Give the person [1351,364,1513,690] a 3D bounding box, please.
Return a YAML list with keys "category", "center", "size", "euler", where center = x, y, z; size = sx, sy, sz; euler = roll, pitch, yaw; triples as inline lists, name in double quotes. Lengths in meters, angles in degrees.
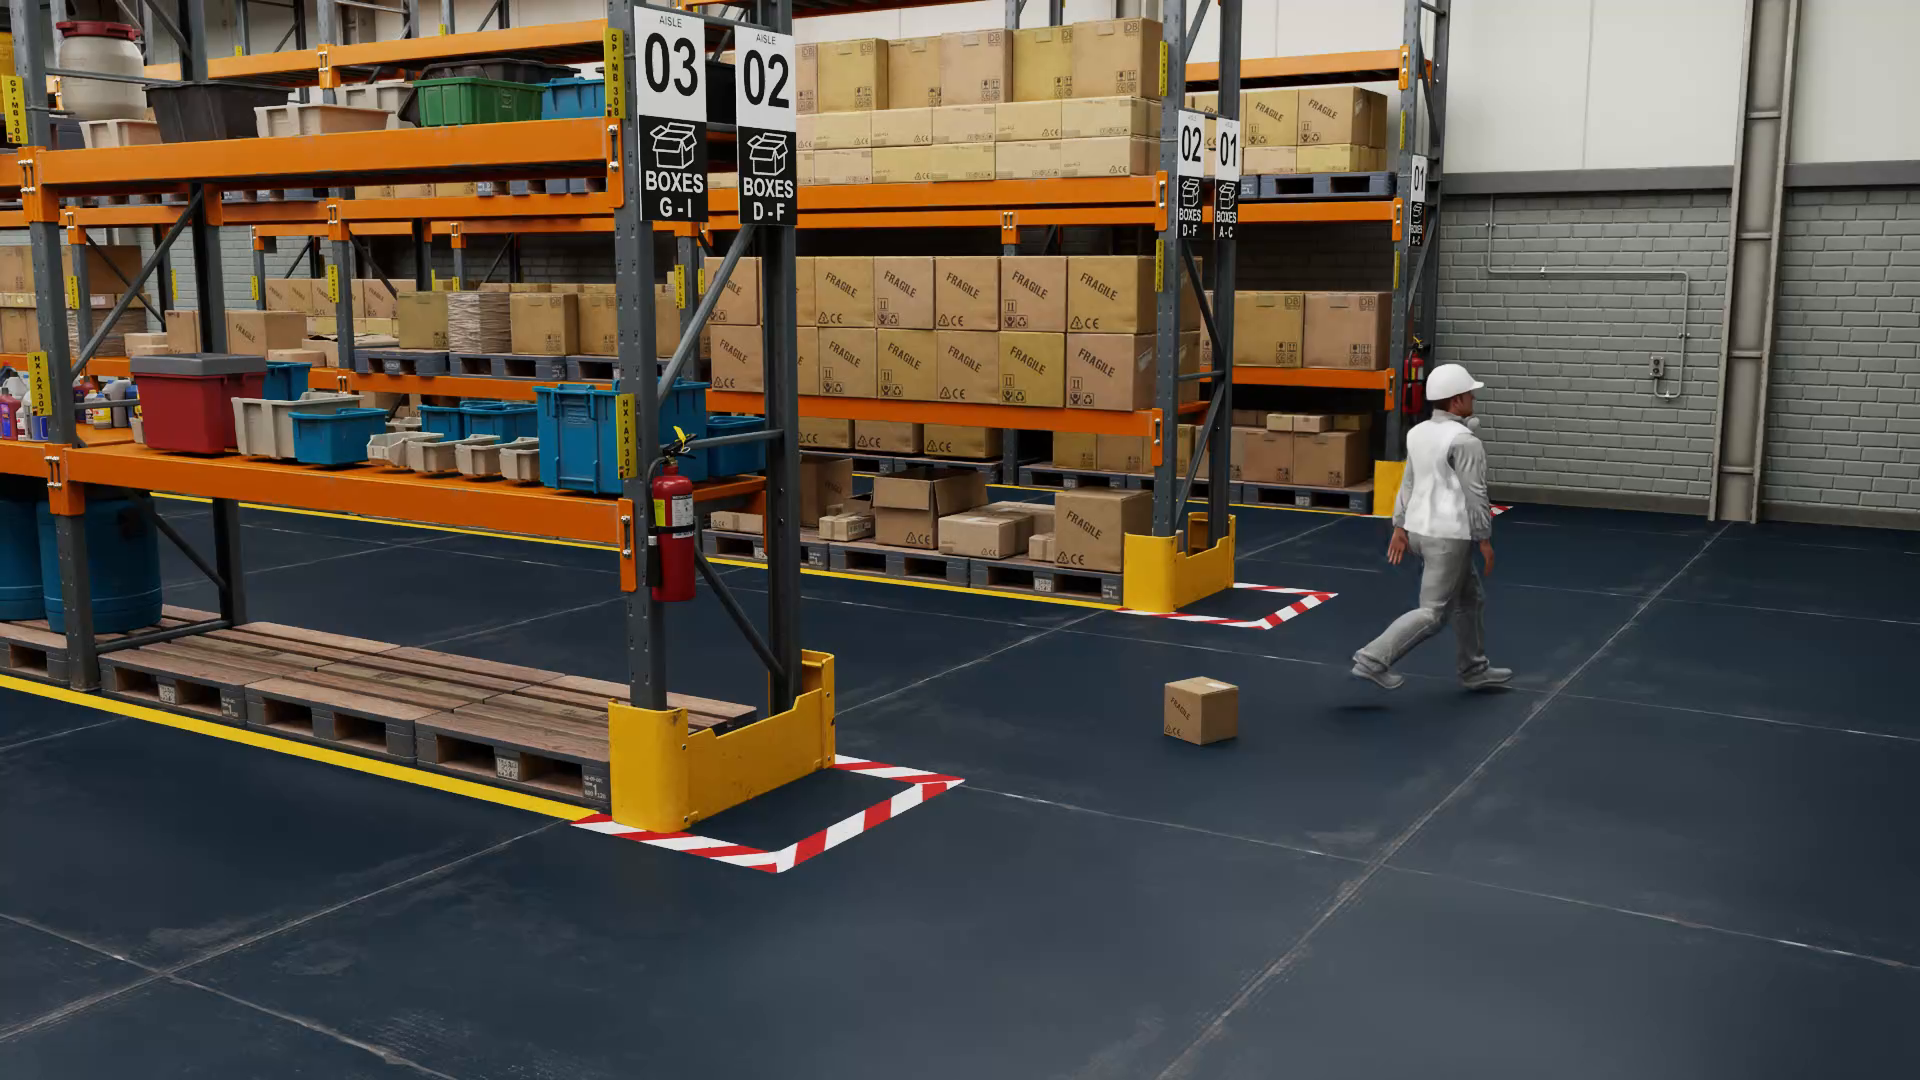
- category: "person"
  center: [2.490, -0.040, 8.568]
  size: [1.026, 1.727, 0.552]
  euler: [-2, 10, -13]
